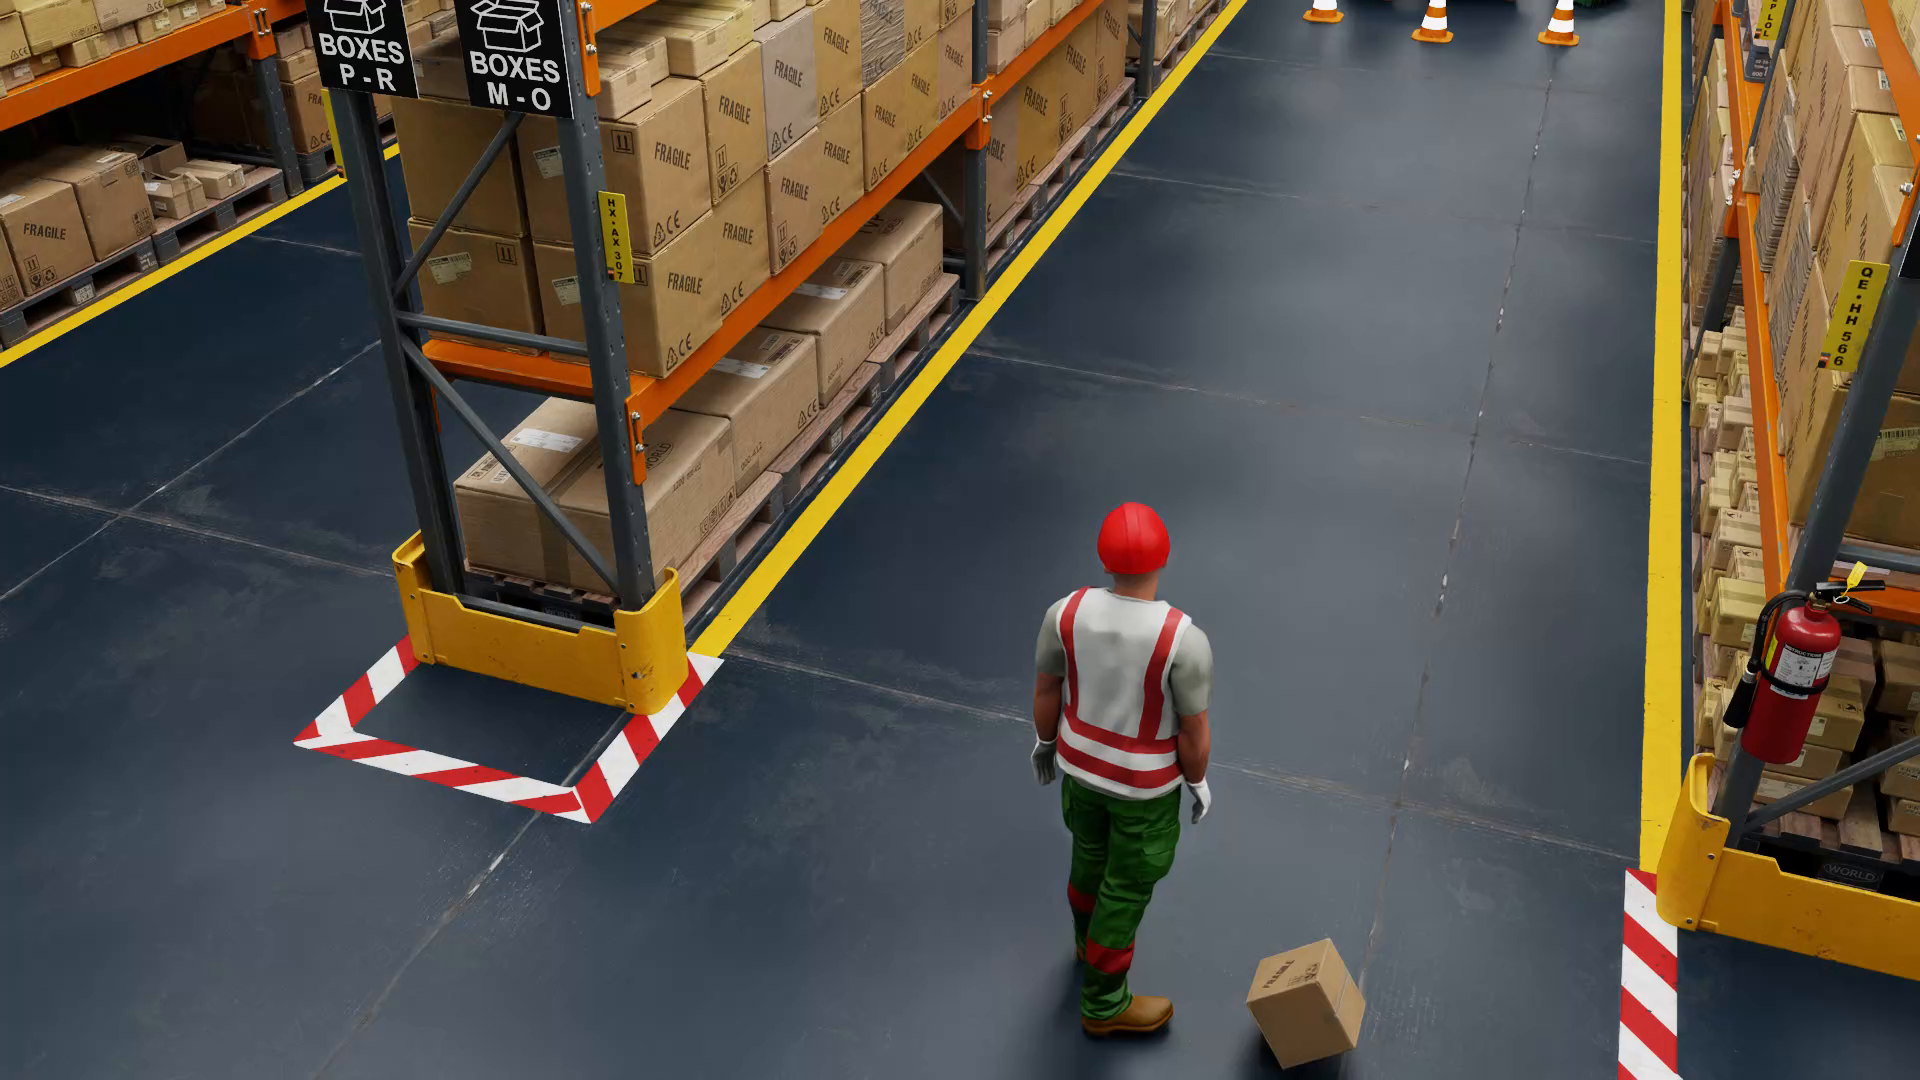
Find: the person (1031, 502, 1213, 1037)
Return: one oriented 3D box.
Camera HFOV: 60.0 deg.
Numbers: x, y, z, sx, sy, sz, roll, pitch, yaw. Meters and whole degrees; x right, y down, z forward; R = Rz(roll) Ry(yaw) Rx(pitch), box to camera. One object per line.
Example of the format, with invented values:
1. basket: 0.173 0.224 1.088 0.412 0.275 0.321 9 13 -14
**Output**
1. person: 0.483 0.692 5.048 0.573 1.791 0.558 20 38 27
